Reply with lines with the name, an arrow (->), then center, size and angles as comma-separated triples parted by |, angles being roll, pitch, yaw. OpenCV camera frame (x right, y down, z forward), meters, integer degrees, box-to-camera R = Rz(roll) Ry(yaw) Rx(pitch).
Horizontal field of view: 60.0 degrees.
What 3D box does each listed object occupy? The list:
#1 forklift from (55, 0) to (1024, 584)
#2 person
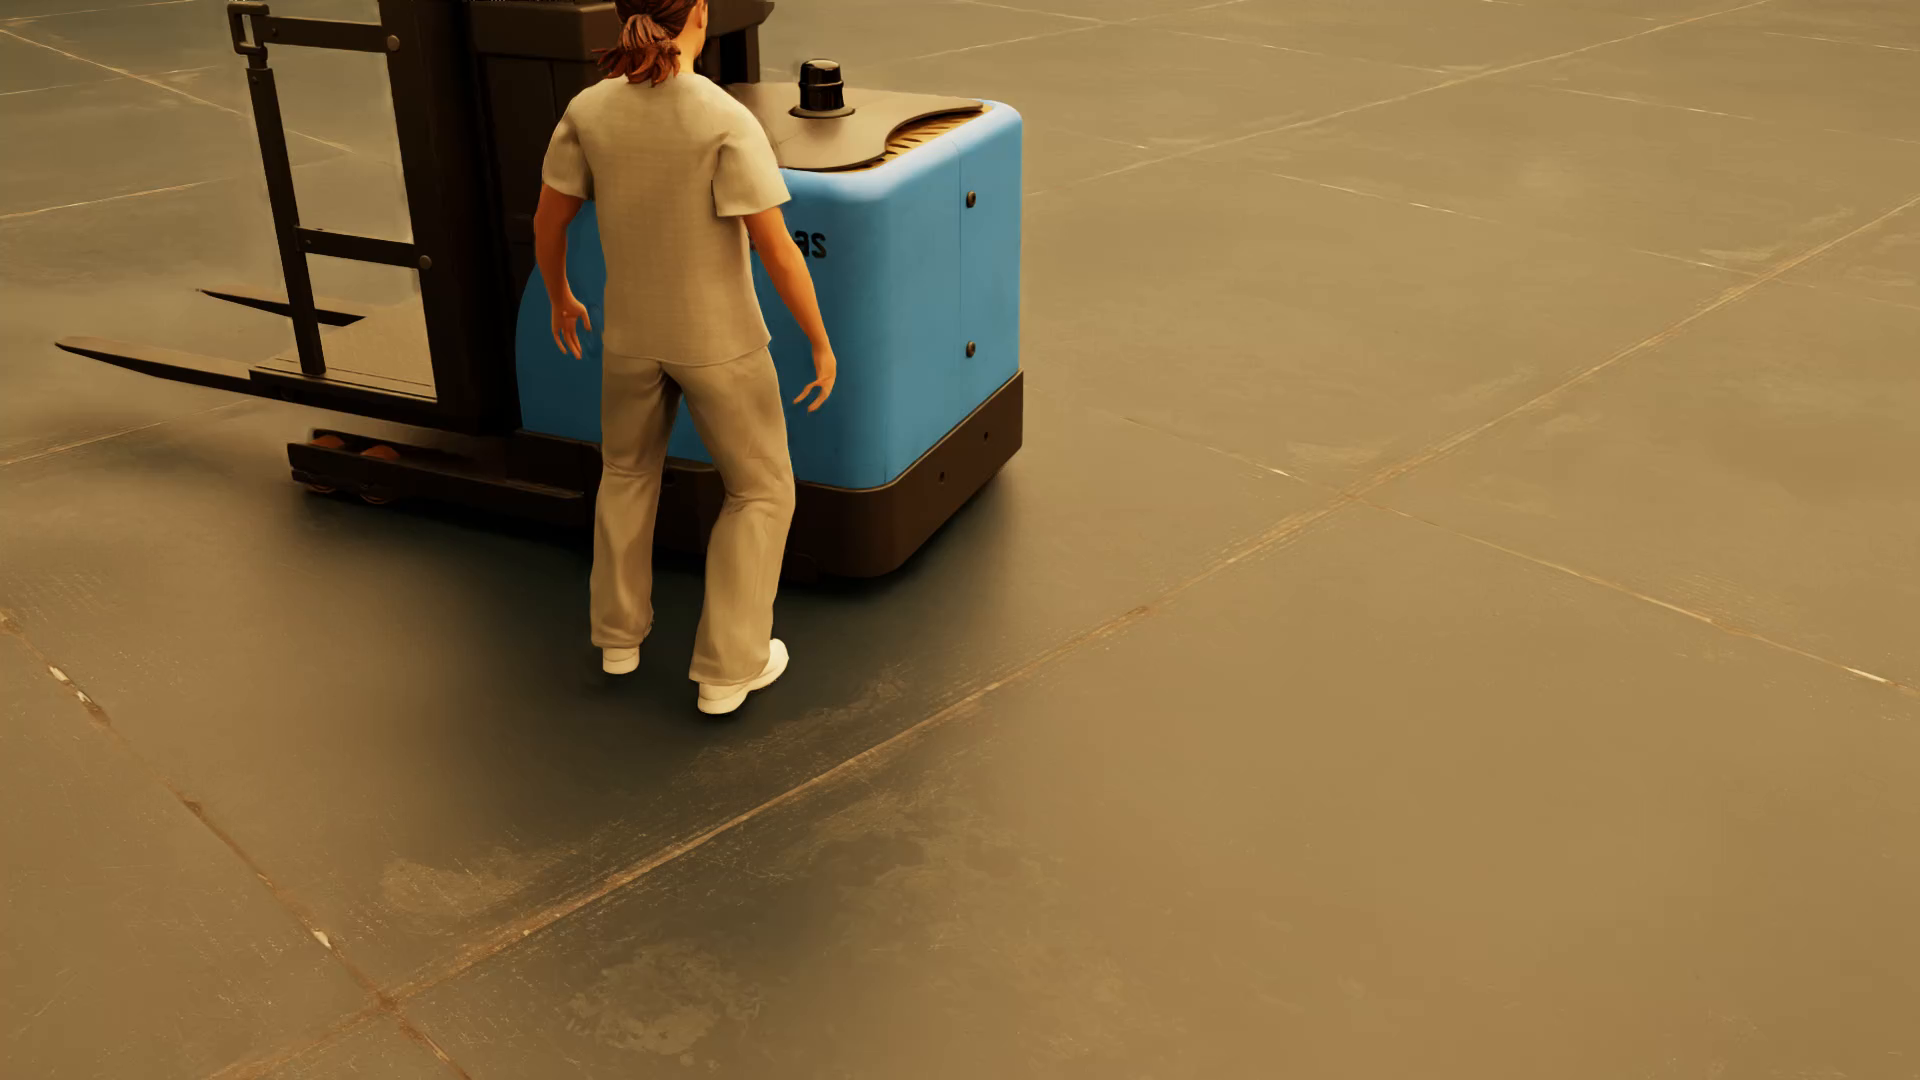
forklift -> -1.379, -1.617, 4.510 | 3.031, 2.935, 1.130 | 11, 28, 21
person -> -0.585, -0.427, 3.554 | 0.684, 1.640, 0.383 | 9, 27, 17
